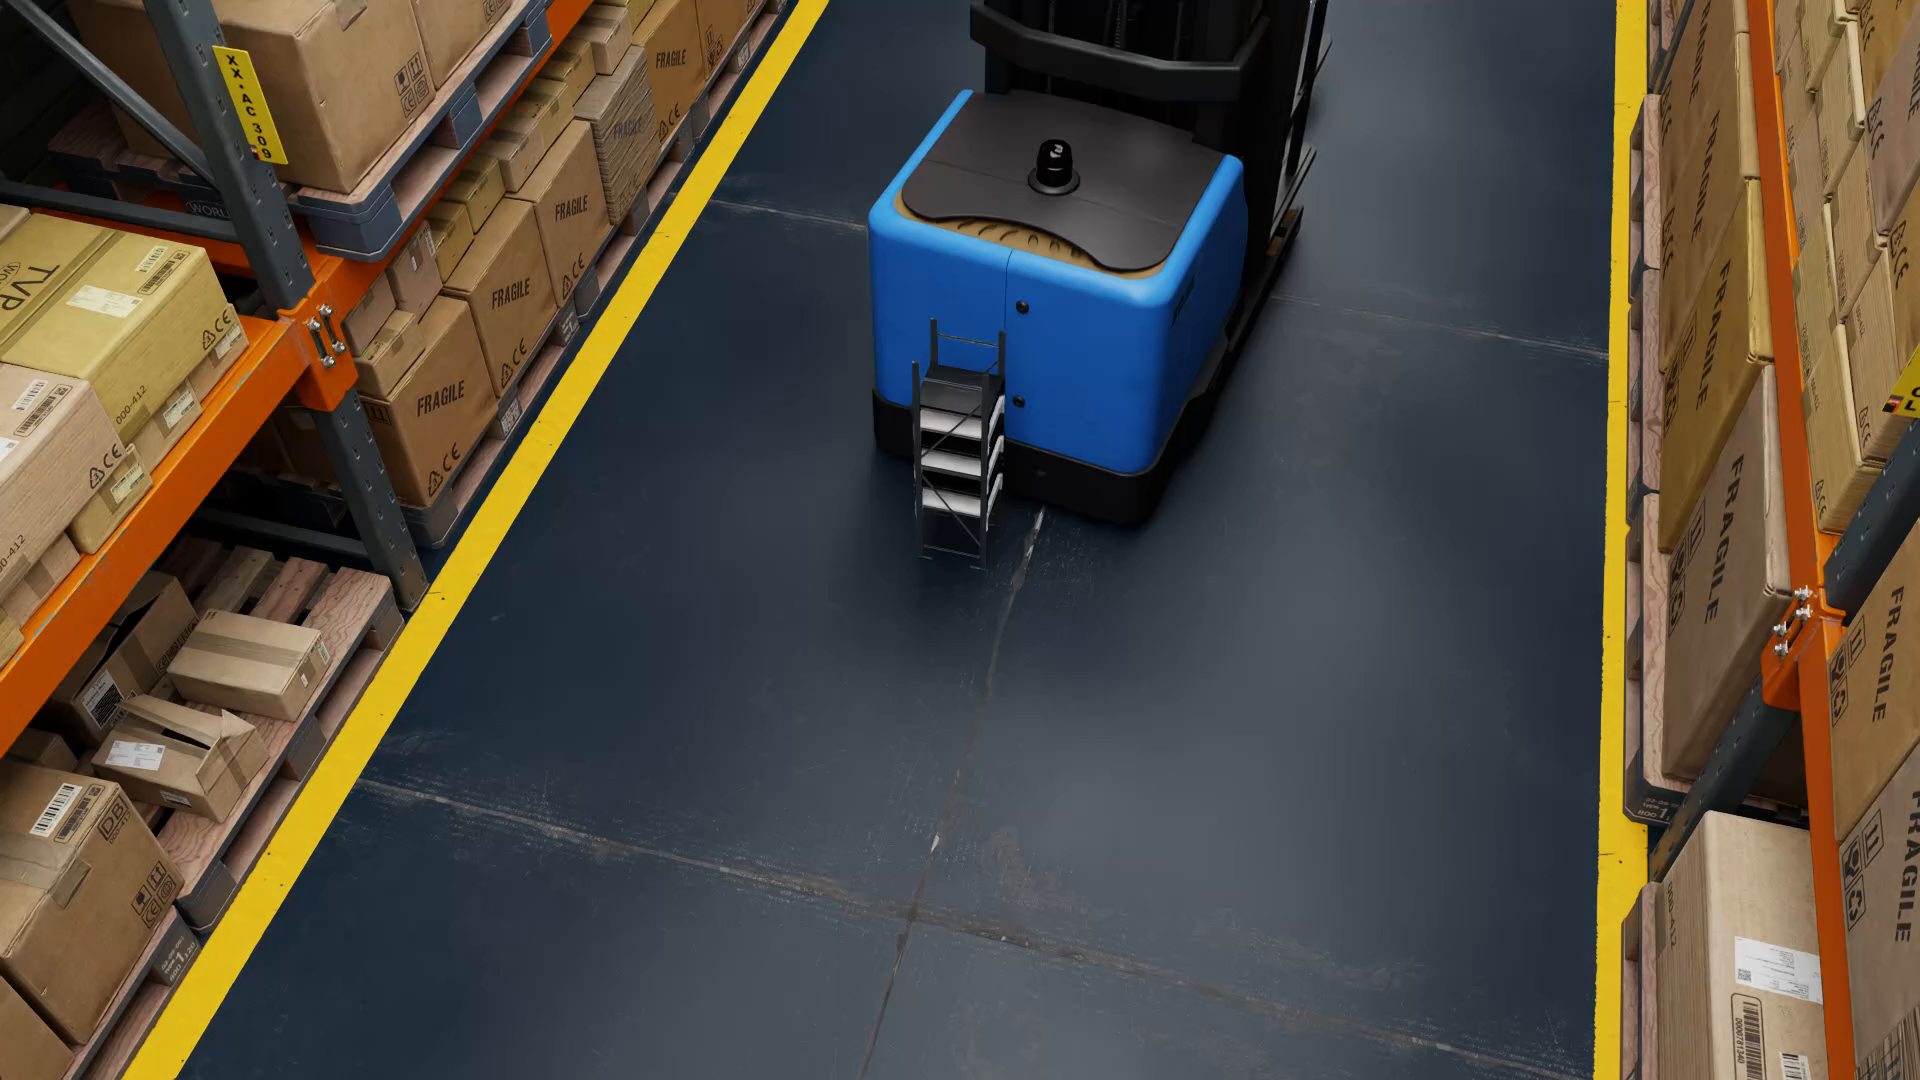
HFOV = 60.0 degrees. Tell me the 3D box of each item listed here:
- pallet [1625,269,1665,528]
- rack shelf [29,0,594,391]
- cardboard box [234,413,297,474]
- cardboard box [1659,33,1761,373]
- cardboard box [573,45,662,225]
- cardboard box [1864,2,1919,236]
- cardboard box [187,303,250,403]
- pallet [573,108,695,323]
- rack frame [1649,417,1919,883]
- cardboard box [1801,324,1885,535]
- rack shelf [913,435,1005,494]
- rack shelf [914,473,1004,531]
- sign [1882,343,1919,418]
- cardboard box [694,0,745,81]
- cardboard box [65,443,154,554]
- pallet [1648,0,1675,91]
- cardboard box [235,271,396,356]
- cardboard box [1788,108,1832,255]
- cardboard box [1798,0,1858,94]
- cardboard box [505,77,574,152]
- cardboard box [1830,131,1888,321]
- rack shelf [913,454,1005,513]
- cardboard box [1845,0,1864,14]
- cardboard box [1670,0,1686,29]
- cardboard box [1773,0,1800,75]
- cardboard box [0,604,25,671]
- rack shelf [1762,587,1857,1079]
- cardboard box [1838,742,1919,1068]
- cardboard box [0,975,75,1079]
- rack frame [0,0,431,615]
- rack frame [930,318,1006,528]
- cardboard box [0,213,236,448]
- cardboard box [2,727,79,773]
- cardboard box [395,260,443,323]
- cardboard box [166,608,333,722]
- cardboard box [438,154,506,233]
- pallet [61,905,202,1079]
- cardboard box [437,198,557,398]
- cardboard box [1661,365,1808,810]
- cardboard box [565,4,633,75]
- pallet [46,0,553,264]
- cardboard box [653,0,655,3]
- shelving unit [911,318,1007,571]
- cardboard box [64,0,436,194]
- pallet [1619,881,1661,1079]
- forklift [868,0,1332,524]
[{"bbox_3d":[2.955,-0.447,6.004,1.003,0.211,1.213,12,50,10],"label":"pallet"},{"bbox_3d":[-1.758,-2.097,6.080,1.077,0.370,4.000,12,50,10],"label":"rack shelf"},{"bbox_3d":[-2.441,-0.614,5.678,0.500,0.500,0.500,11,50,10],"label":"cardboard box"},{"bbox_3d":[3.057,-1.113,5.869,0.875,0.875,0.875,12,50,10],"label":"cardboard box"},{"bbox_3d":[-1.531,-1.627,6.572,0.500,0.500,0.500,10,49,9],"label":"cardboard box"},{"bbox_3d":[2.510,-1.024,3.920,0.500,0.500,0.500,12,50,11],"label":"cardboard box"},{"bbox_3d":[-2.125,-0.525,4.380,0.380,0.149,0.250,12,50,11],"label":"cardboard box"},{"bbox_3d":[-1.788,-1.447,6.886,1.003,0.211,1.213,12,50,10],"label":"pallet"},{"bbox_3d":[2.505,0.088,3.671,1.000,3.000,0.127,12,50,10],"label":"rack frame"},{"bbox_3d":[2.380,-0.236,4.058,0.500,0.250,0.500,10,49,9],"label":"cardboard box"},{"bbox_3d":[-0.002,-0.270,5.432,0.258,0.077,0.200,12,50,10],"label":"rack shelf"},{"bbox_3d":[-0.002,-0.151,5.567,0.258,0.077,0.200,12,50,10],"label":"rack shelf"},{"bbox_3d":[1.979,-0.369,3.355,0.100,0.325,0.005,12,50,10],"label":"sign"},{"bbox_3d":[-1.277,-2.385,7.242,0.500,0.500,0.500,11,49,9],"label":"cardboard box"},{"bbox_3d":[-2.217,-0.140,4.040,0.380,0.149,0.250,13,50,11],"label":"cardboard box"},{"bbox_3d":[3.765,-2.447,7.769,1.003,0.211,1.213,12,50,10],"label":"pallet"},{"bbox_3d":[-1.992,-0.732,5.152,0.380,0.149,0.250,11,49,9],"label":"cardboard box"},{"bbox_3d":[2.666,-0.966,4.702,0.500,0.250,0.500,10,49,9],"label":"cardboard box"},{"bbox_3d":[2.760,-1.507,4.846,0.500,0.250,0.500,12,50,11],"label":"cardboard box"},{"bbox_3d":[-1.650,-1.579,6.097,0.380,0.149,0.250,13,50,11],"label":"cardboard box"},{"bbox_3d":[2.511,-0.757,4.184,0.500,0.250,0.500,13,50,11],"label":"cardboard box"},{"bbox_3d":[-0.002,-0.210,5.500,0.258,0.077,0.200,12,50,10],"label":"rack shelf"},{"bbox_3d":[2.784,-1.764,4.573,0.500,0.500,0.500,12,50,11],"label":"cardboard box"},{"bbox_3d":[3.716,-2.481,7.412,0.950,0.372,0.625,9,49,7],"label":"cardboard box"},{"bbox_3d":[2.925,-1.698,5.348,0.500,0.250,0.500,13,50,11],"label":"cardboard box"},{"bbox_3d":[-2.353,0.235,3.709,0.380,0.149,0.250,11,49,9],"label":"cardboard box"},{"bbox_3d":[1.979,1.773,2.664,1.077,0.370,4.000,12,50,10],"label":"rack shelf"},{"bbox_3d":[1.993,0.706,3.059,0.500,0.500,0.500,12,50,10],"label":"cardboard box"},{"bbox_3d":[-2.587,1.296,3.993,0.500,0.500,0.500,12,50,11],"label":"cardboard box"},{"bbox_3d":[-2.285,-0.889,4.534,1.000,3.000,0.127,12,50,10],"label":"rack frame"},{"bbox_3d":[0.025,-0.365,5.472,0.240,0.900,0.006,12,50,10],"label":"rack frame"},{"bbox_3d":[-2.183,-0.521,4.111,0.500,0.250,0.500,13,50,11],"label":"cardboard box"},{"bbox_3d":[-2.801,0.661,4.788,0.380,0.149,0.250,11,49,10],"label":"cardboard box"},{"bbox_3d":[-1.935,-0.838,5.443,0.380,0.149,0.250,10,49,9],"label":"cardboard box"},{"bbox_3d":[-2.148,0.377,5.038,0.380,0.149,0.250,10,49,9],"label":"cardboard box"},{"bbox_3d":[-1.820,-1.226,5.786,0.380,0.149,0.250,11,49,9],"label":"cardboard box"},{"bbox_3d":[-2.785,1.416,4.360,1.003,0.211,1.213,12,50,10],"label":"pallet"},{"bbox_3d":[-1.809,-0.893,5.925,0.500,0.500,0.500,11,49,10],"label":"cardboard box"},{"bbox_3d":[2.591,0.188,4.720,0.875,0.875,0.875,13,50,11],"label":"cardboard box"},{"bbox_3d":[-1.493,-1.947,6.423,0.380,0.149,0.250,9,49,8],"label":"cardboard box"},{"bbox_3d":[-1.969,-1.381,5.097,1.003,0.211,1.213,12,50,10],"label":"pallet"},{"bbox_3d":[-1.384,-2.334,6.764,0.380,0.149,0.250,13,50,11],"label":"cardboard box"},{"bbox_3d":[-0.002,-0.292,5.407,0.258,0.900,0.210,12,50,10],"label":"shelving unit"},{"bbox_3d":[-1.941,-1.366,4.608,0.700,0.500,0.500,13,50,11],"label":"cardboard box"},{"bbox_3d":[2.229,1.546,4.245,1.003,0.211,1.213,12,50,10],"label":"pallet"},{"bbox_3d":[0.747,-2.149,5.691,1.130,2.935,3.031,18,51,15],"label":"forklift"}]
